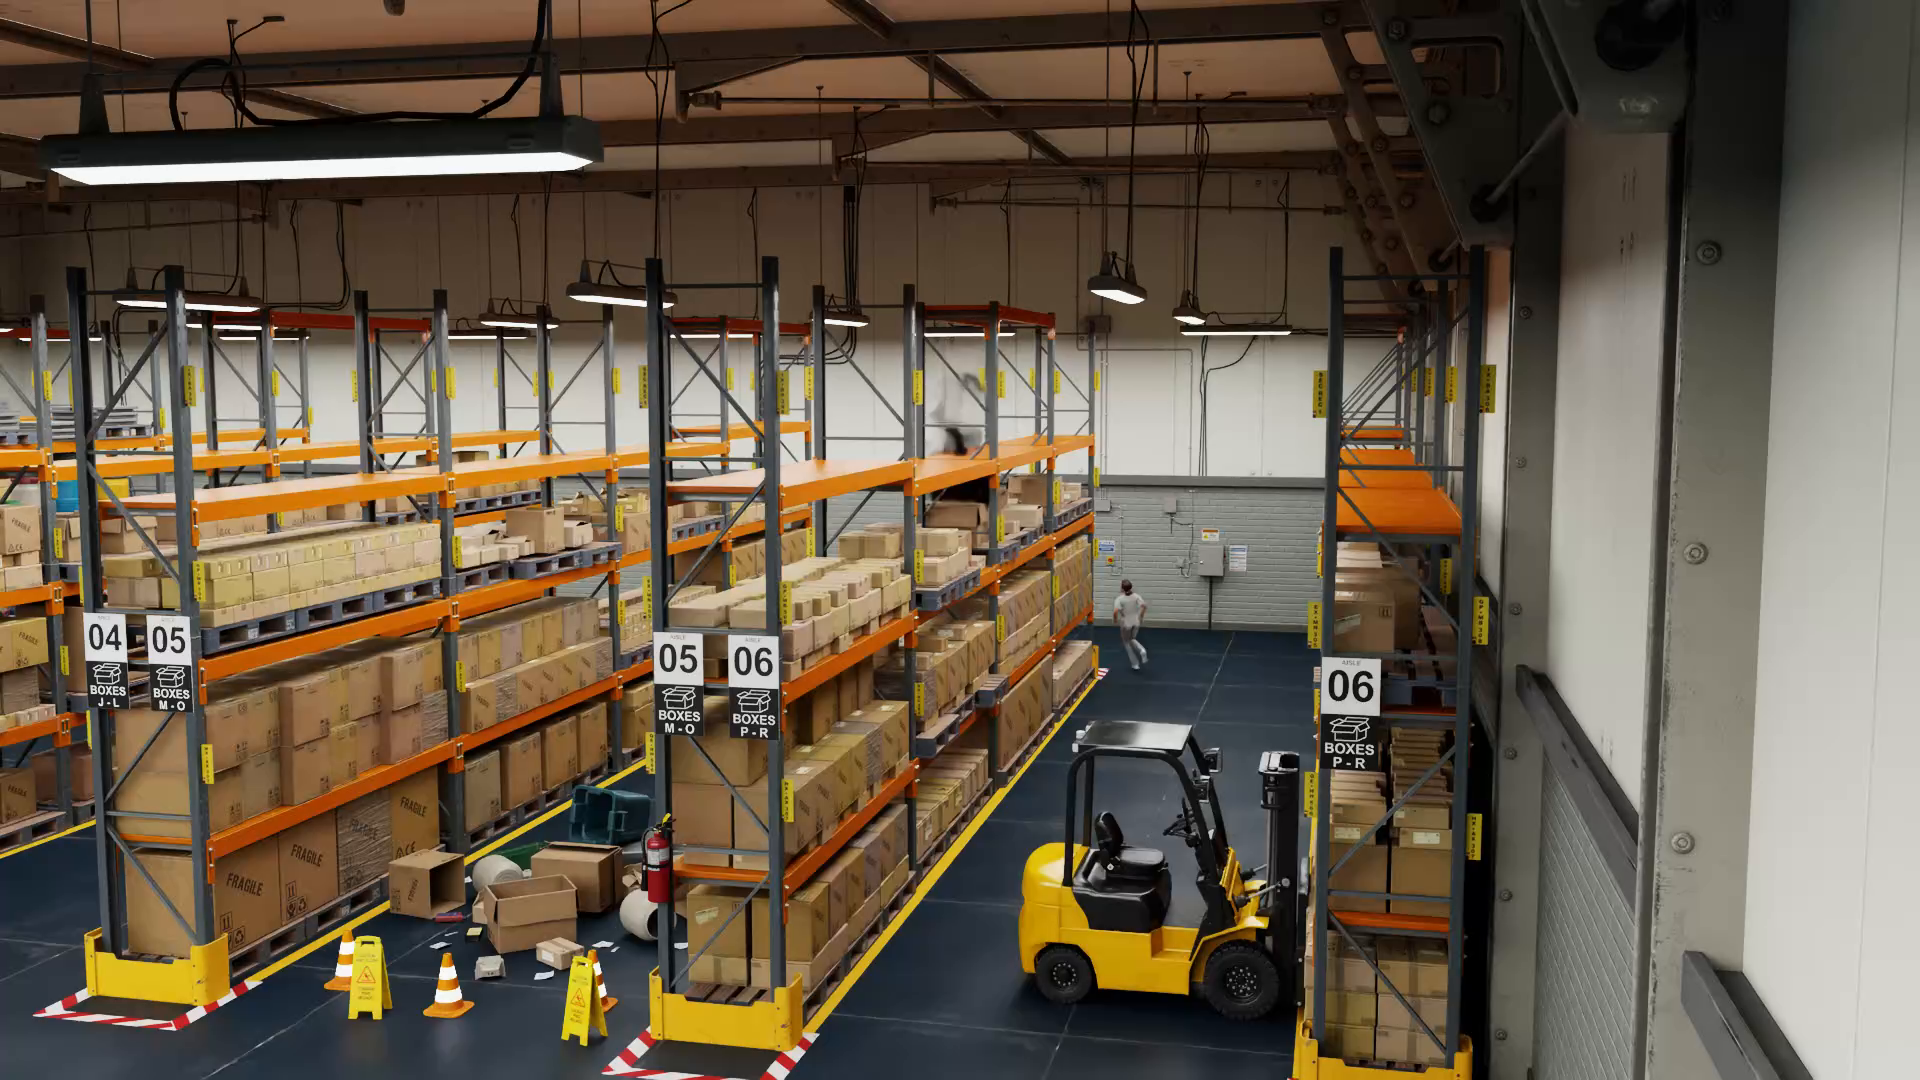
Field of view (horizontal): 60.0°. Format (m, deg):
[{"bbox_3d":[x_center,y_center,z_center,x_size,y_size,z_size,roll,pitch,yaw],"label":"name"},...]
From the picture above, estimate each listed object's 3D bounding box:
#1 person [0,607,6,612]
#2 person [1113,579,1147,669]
[{"bbox_3d":[-16.345,1.523,27.845,0.576,1.657,0.955,0,6,3],"label":"person"},{"bbox_3d":[2.895,1.460,28.775,0.594,1.594,0.500,-2,6,-20],"label":"person"}]
